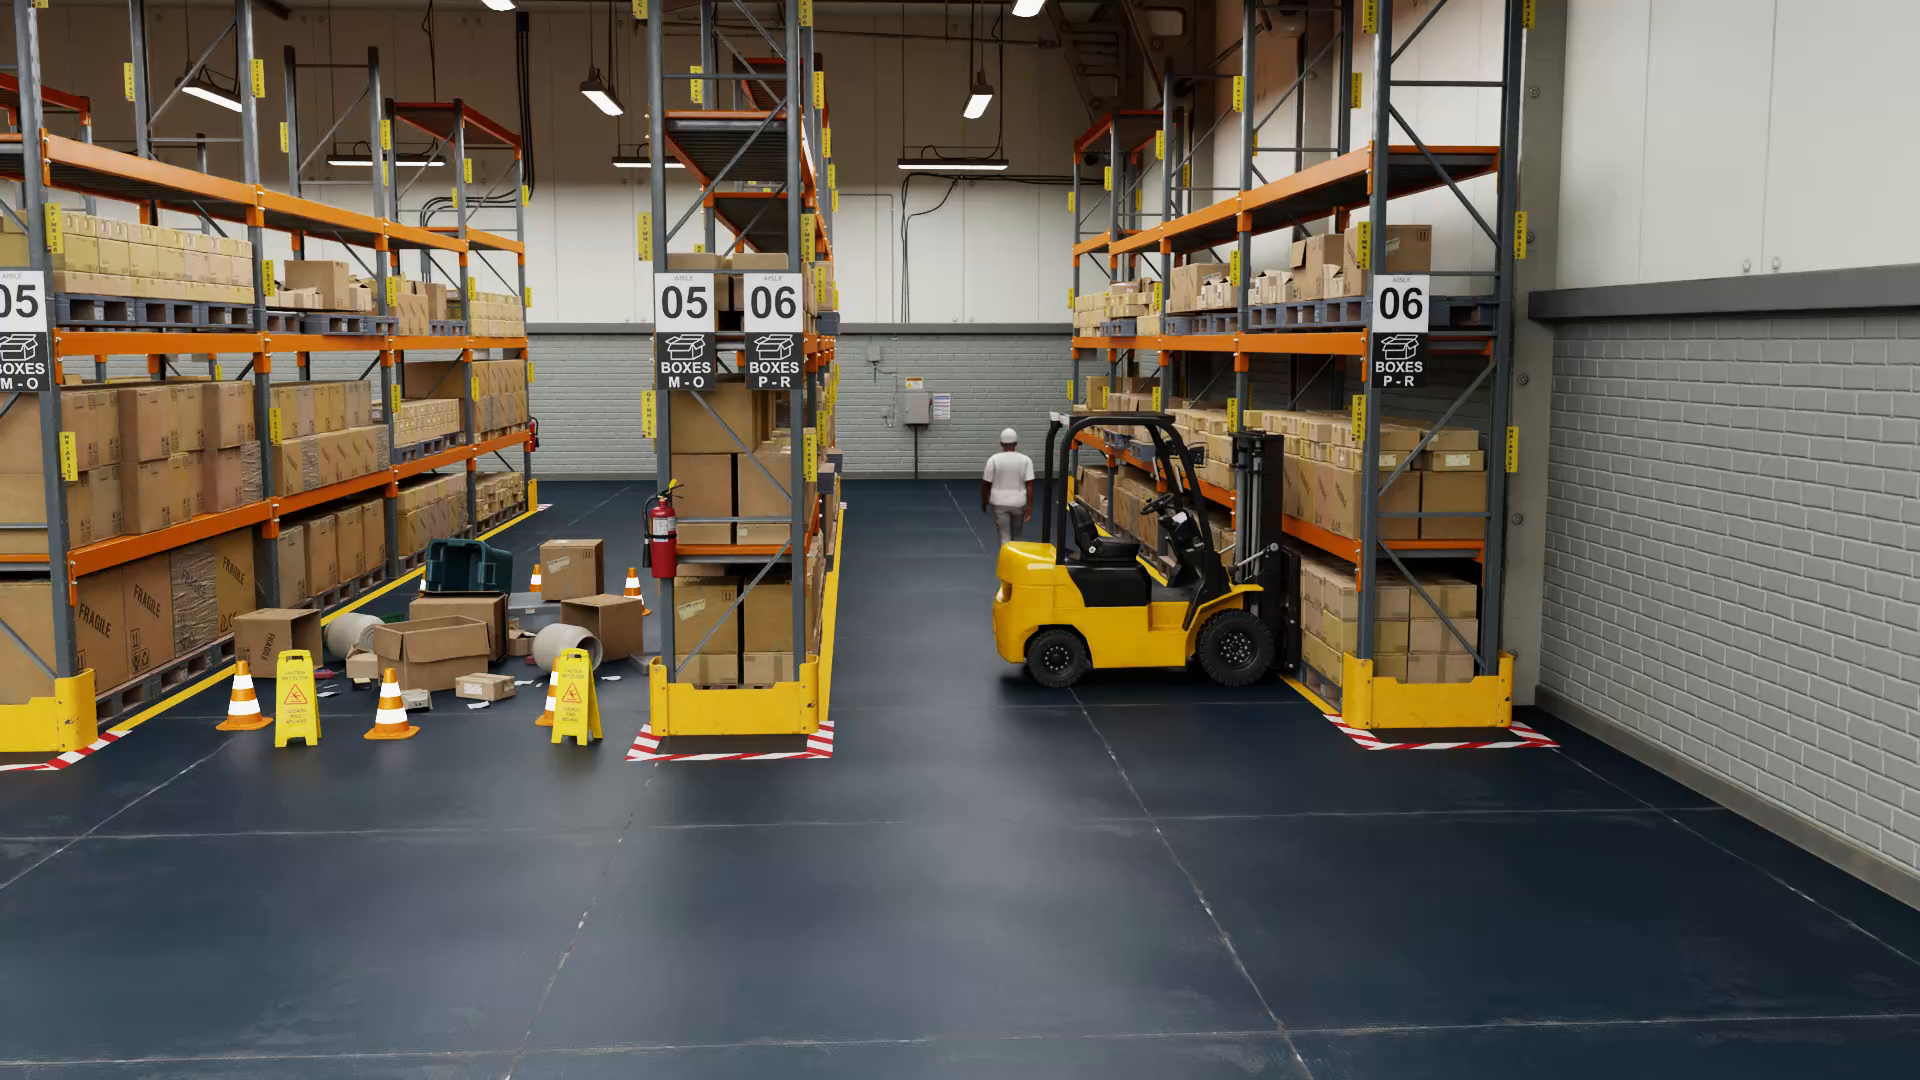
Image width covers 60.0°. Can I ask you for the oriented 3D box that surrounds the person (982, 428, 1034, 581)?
[{"bbox_3d":[0.524,-0.418,19.024,0.571,1.736,0.928,-1,7,-9],"label":"person"}]
